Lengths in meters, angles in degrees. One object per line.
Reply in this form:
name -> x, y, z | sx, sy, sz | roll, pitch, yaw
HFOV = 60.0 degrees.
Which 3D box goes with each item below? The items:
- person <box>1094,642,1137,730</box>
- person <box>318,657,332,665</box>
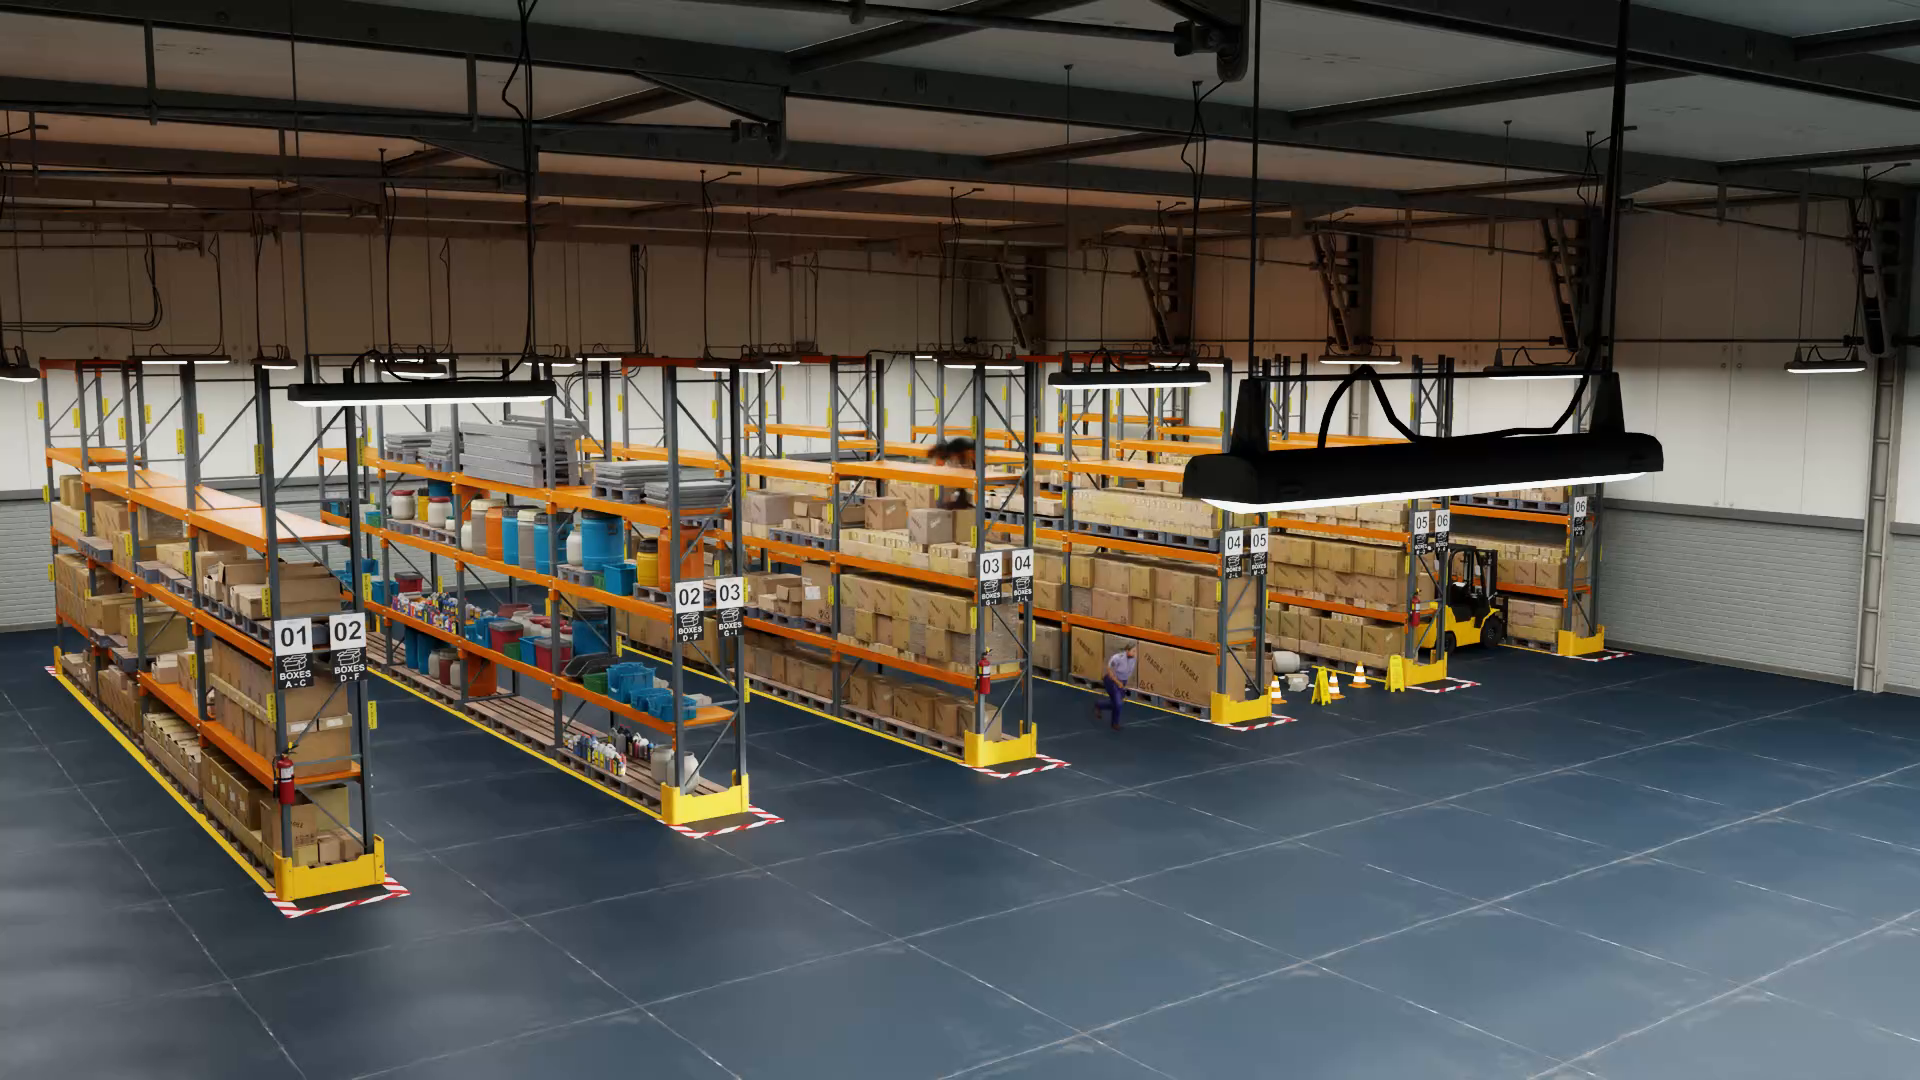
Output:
person -> 2.561, 2.354, 27.226 | 0.611, 1.472, 0.898 | -6, 9, -39
person -> -11.082, 2.135, 29.043 | 0.966, 1.456, 0.662 | 4, 8, 33
